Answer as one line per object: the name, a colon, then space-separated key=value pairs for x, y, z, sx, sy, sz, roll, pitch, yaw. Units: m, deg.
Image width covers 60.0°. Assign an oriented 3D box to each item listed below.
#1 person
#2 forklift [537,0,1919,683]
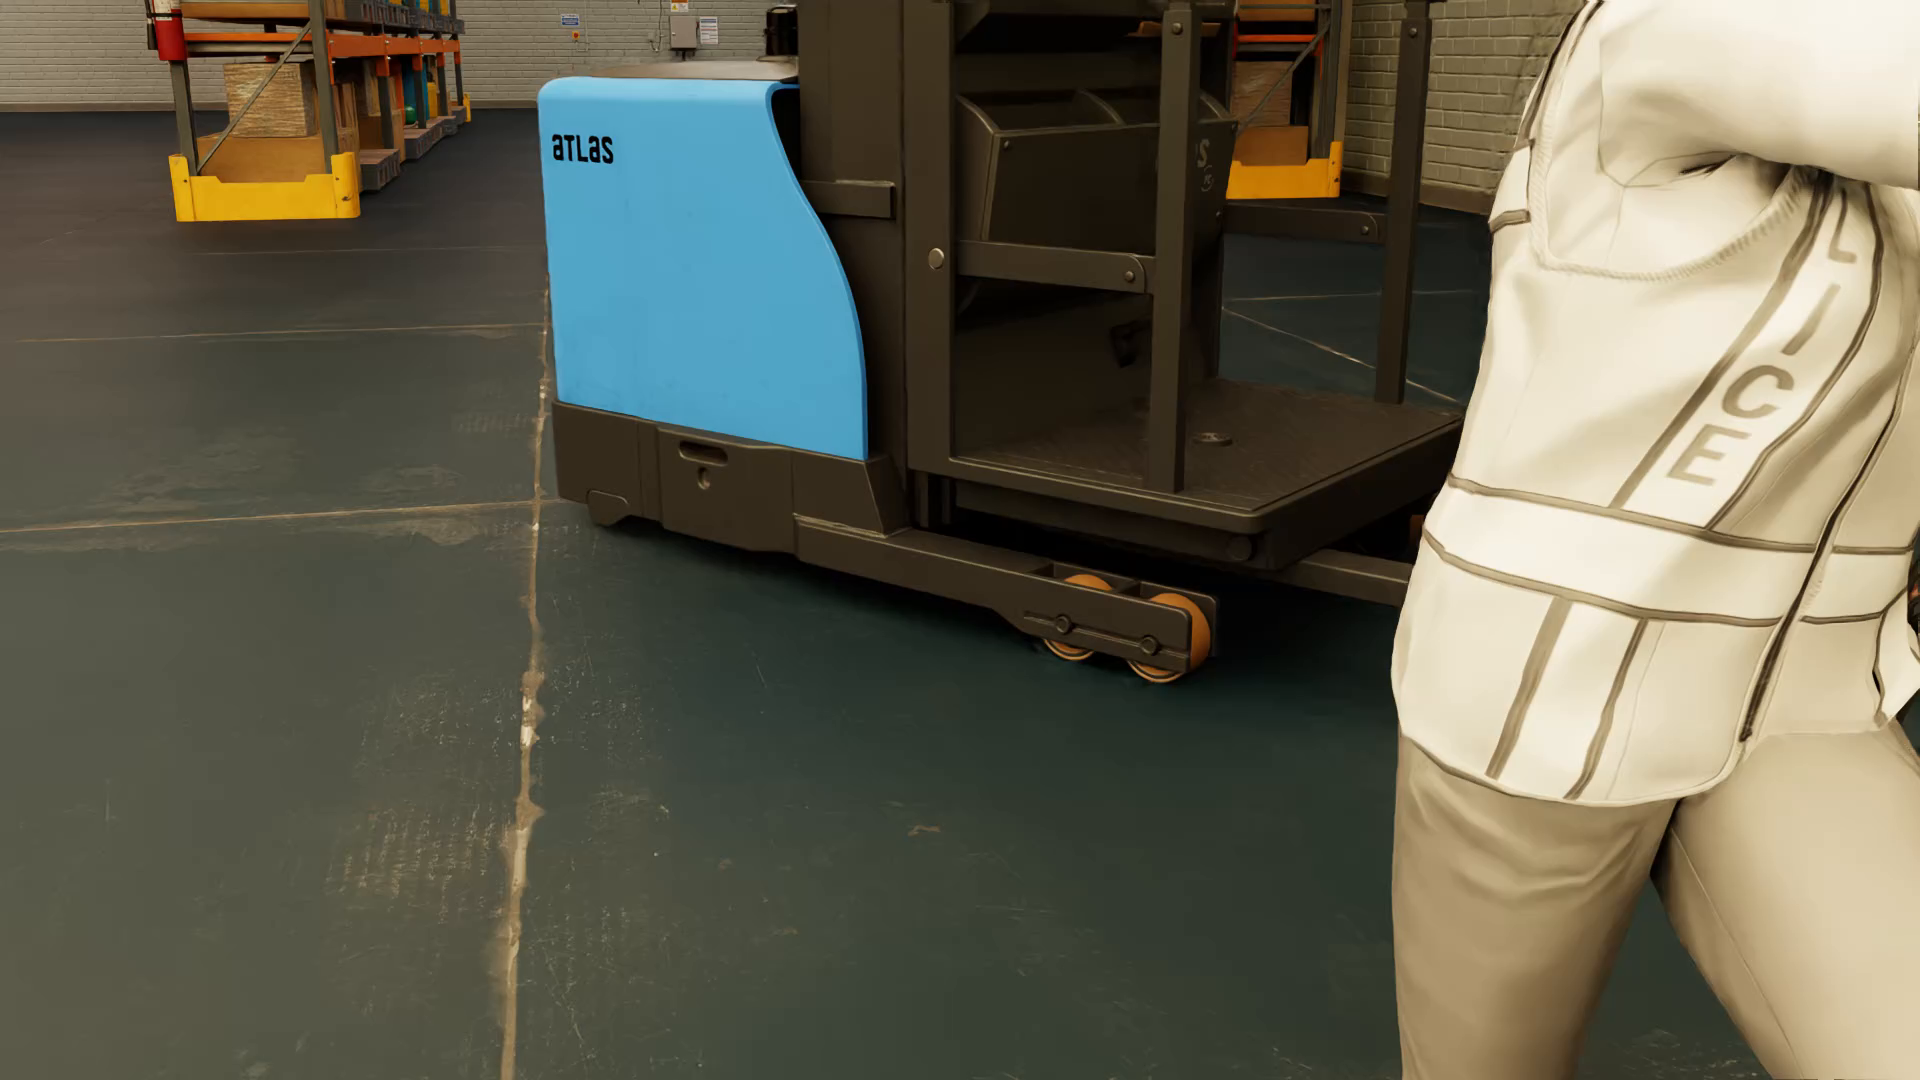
person: x=0.678 y=0.085 z=1.342 sx=0.714 sy=1.430 sz=0.921 roll=-3 pitch=17 yaw=-10
forklift: x=0.468 y=-1.308 z=3.271 sx=3.031 sy=2.935 sz=1.130 roll=12 pitch=21 yaw=36
